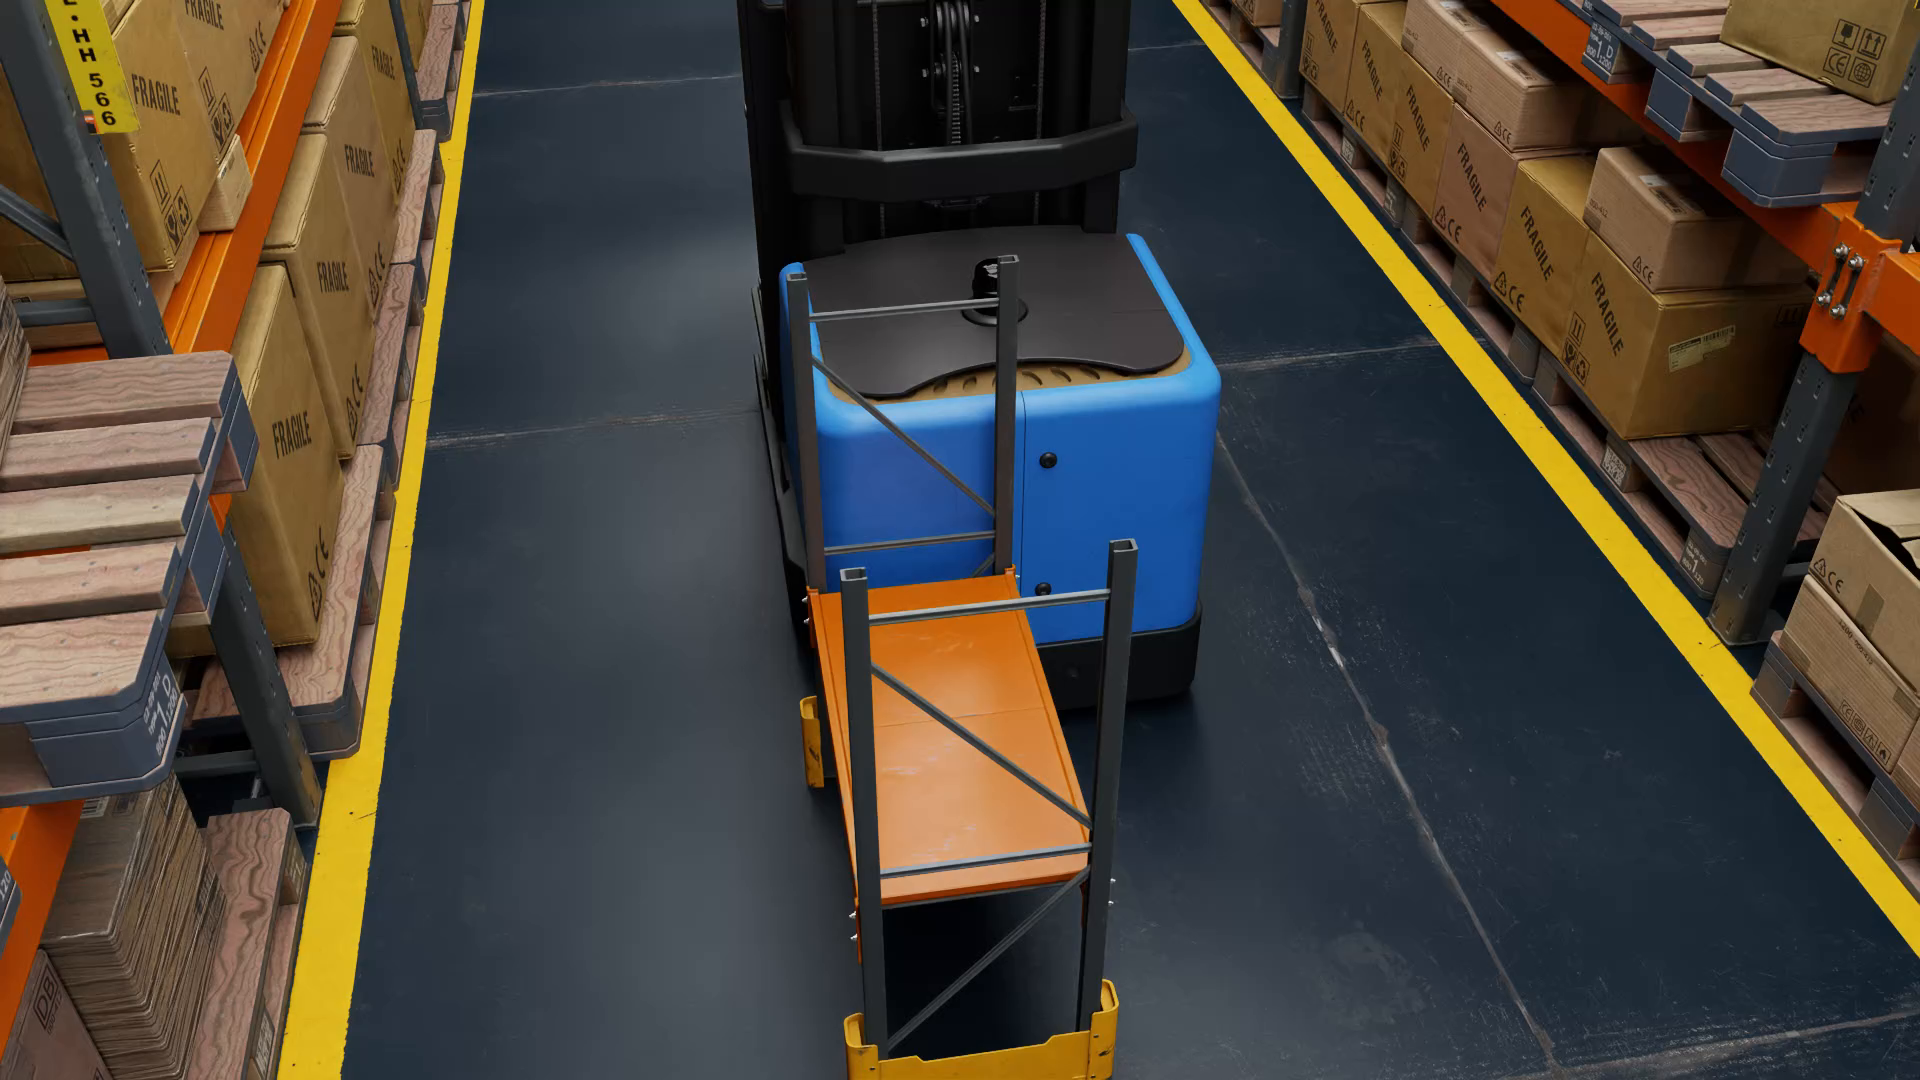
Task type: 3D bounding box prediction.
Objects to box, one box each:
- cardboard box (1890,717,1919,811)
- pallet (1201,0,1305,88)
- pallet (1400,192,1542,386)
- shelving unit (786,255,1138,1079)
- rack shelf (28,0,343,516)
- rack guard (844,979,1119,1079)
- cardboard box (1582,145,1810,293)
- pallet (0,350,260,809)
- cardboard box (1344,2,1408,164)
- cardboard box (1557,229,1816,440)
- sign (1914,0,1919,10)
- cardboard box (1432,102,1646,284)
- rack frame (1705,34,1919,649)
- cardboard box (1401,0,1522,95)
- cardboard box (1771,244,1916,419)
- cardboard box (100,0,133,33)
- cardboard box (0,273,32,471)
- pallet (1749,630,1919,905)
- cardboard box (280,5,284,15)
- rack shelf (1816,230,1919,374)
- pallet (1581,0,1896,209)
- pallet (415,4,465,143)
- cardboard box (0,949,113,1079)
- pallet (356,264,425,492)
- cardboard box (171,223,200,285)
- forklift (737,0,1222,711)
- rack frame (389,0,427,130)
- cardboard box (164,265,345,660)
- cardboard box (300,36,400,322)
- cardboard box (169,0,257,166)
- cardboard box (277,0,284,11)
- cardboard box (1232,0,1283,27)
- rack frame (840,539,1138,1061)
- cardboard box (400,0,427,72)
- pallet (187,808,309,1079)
[{"bbox_3d":[2.607,0.613,3.914,0.500,0.250,0.500,-7,38,-9],"label":"cardboard box"},{"bbox_3d":[1.894,-2.688,8.538,1.003,0.211,1.213,-6,38,-8],"label":"pallet"},{"bbox_3d":[2.411,-1.047,6.426,1.003,0.211,1.213,-6,38,-8],"label":"pallet"},{"bbox_3d":[-0.037,0.312,3.626,0.587,1.500,1.083,-6,38,-8],"label":"shelving unit"},{"bbox_3d":[-2.512,-1.347,5.125,1.077,0.370,4.000,-6,38,-8],"label":"rack shelf"},{"bbox_3d":[0.047,1.106,3.622,0.587,0.250,0.087,-6,38,-8],"label":"rack guard"},{"bbox_3d":[2.306,-1.014,5.178,0.500,0.250,0.500,-5,38,-6],"label":"cardboard box"},{"bbox_3d":[-1.931,0.072,2.869,1.213,0.211,1.003,-6,38,-8],"label":"pallet"},{"bbox_3d":[1.963,-1.921,6.957,0.500,0.500,0.500,-6,38,-7],"label":"cardboard box"},{"bbox_3d":[2.320,-0.684,5.365,0.500,0.500,0.500,-5,38,-6],"label":"cardboard box"},{"bbox_3d":[2.183,-1.320,3.625,0.100,0.325,0.005,-6,38,-8],"label":"sign"},{"bbox_3d":[2.132,-1.313,6.174,0.500,0.500,0.500,-8,38,-10],"label":"cardboard box"},{"bbox_3d":[2.715,-0.958,4.038,1.000,3.000,0.127,-6,38,-8],"label":"rack frame"},{"bbox_3d":[2.034,-1.934,6.363,0.500,0.250,0.500,-6,38,-8],"label":"cardboard box"},{"bbox_3d":[2.819,-0.766,5.470,0.500,0.500,0.500,-8,38,-10],"label":"cardboard box"},{"bbox_3d":[-1.992,-1.203,3.402,0.500,0.250,0.500,-5,38,-7],"label":"cardboard box"},{"bbox_3d":[-2.069,-0.353,2.820,0.700,0.500,0.500,-11,39,-13],"label":"cardboard box"},{"bbox_3d":[2.821,0.645,4.248,1.003,0.211,1.213,-6,38,-8],"label":"pallet"},{"bbox_3d":[-2.310,-1.640,5.105,0.380,0.149,0.250,-5,38,-7],"label":"cardboard box"},{"bbox_3d":[3.066,0.534,2.704,1.077,0.370,4.000,-6,38,-8],"label":"rack shelf"},{"bbox_3d":[2.527,-1.284,4.614,1.213,0.211,1.003,-6,38,-8],"label":"pallet"},{"bbox_3d":[-2.919,-2.205,7.917,1.003,0.211,1.213,-6,38,-8],"label":"pallet"},{"bbox_3d":[-2.008,1.143,3.012,0.700,0.500,0.500,-6,38,-8],"label":"cardboard box"},{"bbox_3d":[-2.436,-0.541,5.775,1.003,0.211,1.213,-6,38,-8],"label":"pallet"},{"bbox_3d":[-2.026,-0.709,3.905,0.380,0.149,0.250,-6,38,-7],"label":"cardboard box"},{"bbox_3d":[-0.112,-1.538,4.840,1.130,2.935,3.031,-6,38,-8],"label":"forklift"},{"bbox_3d":[-2.862,-2.839,6.459,1.000,3.000,0.127,-6,38,-8],"label":"rack frame"},{"bbox_3d":[-2.161,-0.198,4.470,0.750,0.750,0.750,-7,38,-9],"label":"cardboard box"},{"bbox_3d":[-2.462,-1.241,5.812,0.750,0.750,0.750,-5,38,-7],"label":"cardboard box"},{"bbox_3d":[-2.077,-1.226,4.043,0.500,0.500,0.500,-5,38,-6],"label":"cardboard box"},{"bbox_3d":[-2.262,-1.840,4.833,0.500,0.500,0.500,-5,38,-7],"label":"cardboard box"},{"bbox_3d":[1.635,-2.874,8.184,0.500,0.500,0.500,-6,38,-8],"label":"cardboard box"},{"bbox_3d":[0.050,0.624,3.224,0.500,1.500,0.032,-6,38,-8],"label":"rack frame"},{"bbox_3d":[-2.893,-2.480,7.693,0.700,0.500,0.500,-6,38,-7],"label":"cardboard box"},{"bbox_3d":[-2.026,1.150,3.597,1.003,0.211,1.213,-6,38,-8],"label":"pallet"}]
